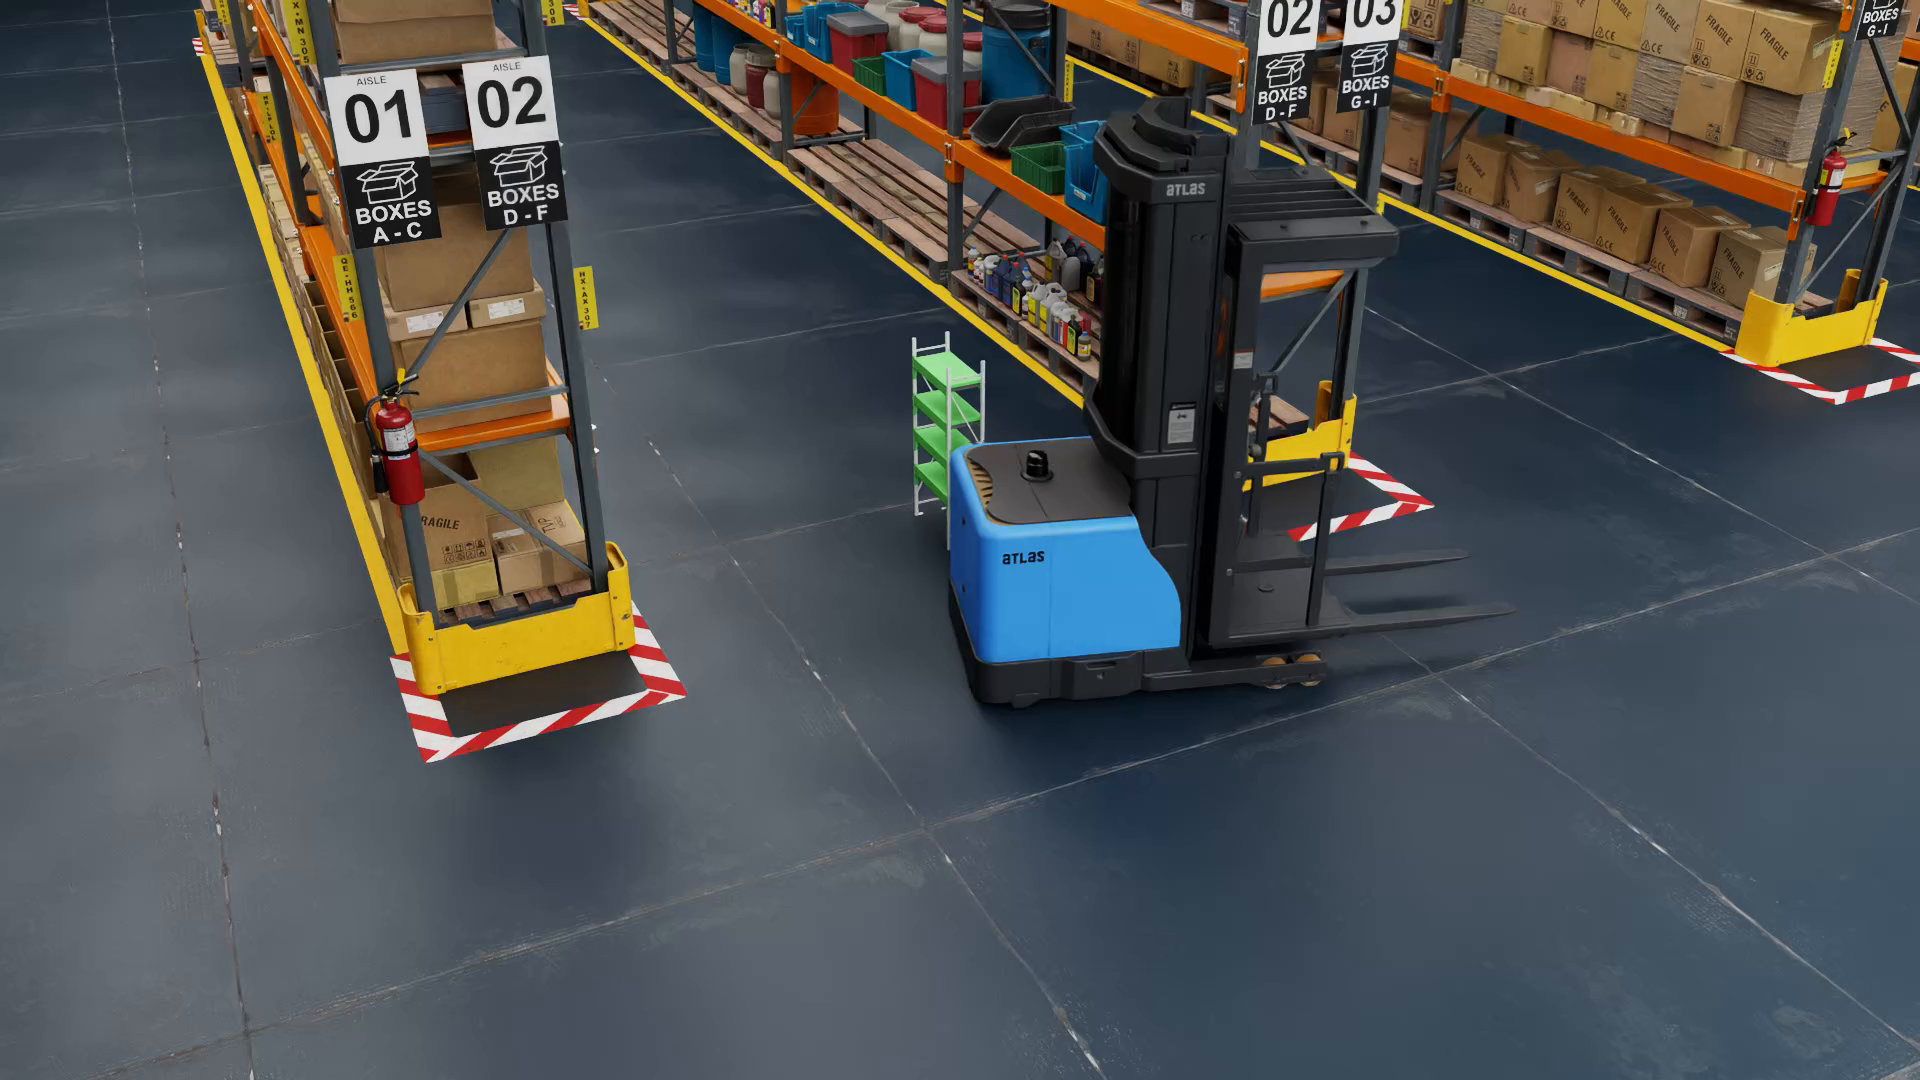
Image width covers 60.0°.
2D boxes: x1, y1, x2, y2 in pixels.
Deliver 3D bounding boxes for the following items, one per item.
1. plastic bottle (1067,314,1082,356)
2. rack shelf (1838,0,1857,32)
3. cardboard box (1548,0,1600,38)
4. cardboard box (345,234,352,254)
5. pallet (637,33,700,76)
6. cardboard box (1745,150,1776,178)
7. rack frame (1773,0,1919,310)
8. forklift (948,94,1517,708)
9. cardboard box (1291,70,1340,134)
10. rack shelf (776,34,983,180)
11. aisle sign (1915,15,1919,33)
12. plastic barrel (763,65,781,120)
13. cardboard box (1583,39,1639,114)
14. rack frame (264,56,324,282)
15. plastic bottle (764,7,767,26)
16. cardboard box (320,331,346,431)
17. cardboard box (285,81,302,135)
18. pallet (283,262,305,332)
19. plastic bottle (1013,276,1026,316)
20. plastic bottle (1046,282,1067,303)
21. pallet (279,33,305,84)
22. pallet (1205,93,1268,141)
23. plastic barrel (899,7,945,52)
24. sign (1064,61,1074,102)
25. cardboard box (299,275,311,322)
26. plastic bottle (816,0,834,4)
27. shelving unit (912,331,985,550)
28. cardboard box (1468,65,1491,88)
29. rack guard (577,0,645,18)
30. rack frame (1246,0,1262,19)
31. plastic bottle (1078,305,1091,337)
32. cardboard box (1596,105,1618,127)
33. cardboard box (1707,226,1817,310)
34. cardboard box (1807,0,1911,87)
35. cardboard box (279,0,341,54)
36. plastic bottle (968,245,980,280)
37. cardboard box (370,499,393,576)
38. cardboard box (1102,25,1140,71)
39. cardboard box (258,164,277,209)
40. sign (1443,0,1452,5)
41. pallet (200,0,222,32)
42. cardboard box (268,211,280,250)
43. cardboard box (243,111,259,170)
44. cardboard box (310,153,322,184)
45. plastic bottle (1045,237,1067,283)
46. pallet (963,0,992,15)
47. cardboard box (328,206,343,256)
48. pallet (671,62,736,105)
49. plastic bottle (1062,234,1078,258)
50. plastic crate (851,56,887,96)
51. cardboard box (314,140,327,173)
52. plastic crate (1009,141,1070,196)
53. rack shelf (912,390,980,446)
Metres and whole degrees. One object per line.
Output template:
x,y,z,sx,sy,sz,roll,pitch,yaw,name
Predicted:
0.838,-1.500,12.158,0.061,0.283,0.133,-12,32,-21,plastic bottle
5.704,-4.644,13.106,1.077,0.370,4.000,-13,32,-22,rack shelf
5.239,-4.448,13.660,0.500,0.500,0.500,-13,32,-22,cardboard box
-3.279,-1.714,9.448,0.380,0.149,0.250,-12,32,-21,cardboard box
-3.413,-6.127,20.934,1.003,0.211,1.213,-13,32,-22,pallet
6.147,-2.849,12.494,0.380,0.149,0.250,-13,32,-22,cardboard box
6.563,-2.766,12.088,1.000,3.000,0.127,-13,32,-22,rack frame
1.497,-0.738,8.543,3.031,2.935,1.130,-5,30,-8,forklift
3.933,-4.618,17.498,0.700,0.500,0.500,-10,31,-18,cardboard box
-0.486,-4.062,15.136,1.077,0.370,4.000,-13,32,-22,rack shelf
6.860,-3.935,11.516,0.394,0.787,0.004,-13,32,-22,aisle sign
-1.894,-4.801,17.832,0.421,0.512,0.421,0,29,0,plastic barrel
5.649,-3.837,13.592,0.875,0.500,0.500,-13,32,-22,cardboard box
-4.103,-2.454,11.533,1.000,3.000,0.127,-13,32,-22,rack frame
-1.937,-5.317,16.841,0.097,0.201,0.097,0,29,0,plastic bottle
-3.757,-1.053,10.649,0.500,0.500,0.500,-13,32,-22,cardboard box
-5.085,-3.527,13.344,0.500,0.500,0.500,-15,33,-25,cardboard box
-4.982,-2.095,13.743,1.003,0.211,1.213,-13,32,-22,pallet
0.458,-1.891,12.856,0.061,0.283,0.133,-12,31,-20,plastic bottle
0.730,-1.824,12.744,0.152,0.276,0.135,-13,32,-22,plastic bottle
-3.194,-2.815,9.199,1.003,0.211,1.213,-13,32,-22,pallet
3.462,-4.738,18.456,1.003,0.211,1.213,-13,32,-22,pallet
-0.341,-4.536,15.106,0.433,0.535,0.433,0,29,0,plastic barrel
0.874,-3.724,13.514,0.100,0.325,0.005,-13,32,-22,sign
-4.536,-1.801,12.177,0.500,0.311,0.500,-13,32,-22,cardboard box
-1.376,-5.433,16.971,0.152,0.276,0.135,-13,32,-22,plastic bottle
-0.071,-0.596,10.060,0.258,1.200,0.503,-13,32,-22,shelving unit
4.762,-4.152,14.817,0.380,0.149,0.250,-13,32,-22,cardboard box
-4.802,-7.711,23.463,1.175,0.500,0.348,-13,32,-22,rack guard
2.089,-4.342,8.766,1.000,3.000,0.127,-13,32,-22,rack frame
0.917,-1.592,12.322,0.061,0.283,0.133,-13,32,-22,plastic bottle
5.470,-3.504,13.662,0.380,0.149,0.250,-13,32,-22,cardboard box
6.310,-2.138,13.095,0.500,0.500,0.500,-7,30,-13,cardboard box
6.573,-3.675,12.282,0.500,0.500,0.500,-13,32,-22,cardboard box
-3.118,-2.628,8.356,0.500,0.250,0.500,-13,32,-22,cardboard box
0.113,-2.262,13.529,0.097,0.271,0.097,0,29,0,plastic bottle
-3.109,-0.064,9.653,0.500,0.250,0.500,-13,32,-22,cardboard box
2.475,-6.261,20.064,1.225,0.875,0.875,-13,32,-22,cardboard box
-5.861,-3.157,14.594,0.500,0.311,0.500,-12,31,-20,cardboard box
4.346,-4.920,14.745,0.100,0.325,0.005,-13,32,-22,sign
-7.293,-5.529,17.212,1.003,0.211,1.213,-13,32,-22,pallet
-5.644,-2.690,14.336,0.500,0.250,0.500,-14,32,-23,cardboard box
-6.656,-3.915,16.244,0.500,0.500,0.500,-14,32,-24,cardboard box
-3.942,-2.397,10.665,0.380,0.149,0.250,-14,32,-23,cardboard box
0.779,-2.275,13.472,0.144,0.351,0.185,-13,32,-22,plastic bottle
0.628,-7.742,23.814,1.003,0.211,1.213,-13,32,-22,pallet
-3.675,-2.072,10.748,0.700,0.500,0.500,-13,32,-22,cardboard box
-2.769,-5.461,19.745,1.003,0.211,1.213,-13,32,-22,pallet
0.909,-2.305,13.526,0.144,0.351,0.185,-14,32,-23,plastic bottle
-0.630,-4.110,14.703,0.450,0.188,0.662,-13,32,-22,plastic crate
-3.689,-2.646,10.446,0.700,0.500,0.500,-13,32,-22,cardboard box
0.700,-2.741,12.261,0.450,0.188,0.662,-13,32,-22,plastic crate
-0.071,-0.750,9.974,0.258,0.148,0.480,-13,32,-22,rack shelf
